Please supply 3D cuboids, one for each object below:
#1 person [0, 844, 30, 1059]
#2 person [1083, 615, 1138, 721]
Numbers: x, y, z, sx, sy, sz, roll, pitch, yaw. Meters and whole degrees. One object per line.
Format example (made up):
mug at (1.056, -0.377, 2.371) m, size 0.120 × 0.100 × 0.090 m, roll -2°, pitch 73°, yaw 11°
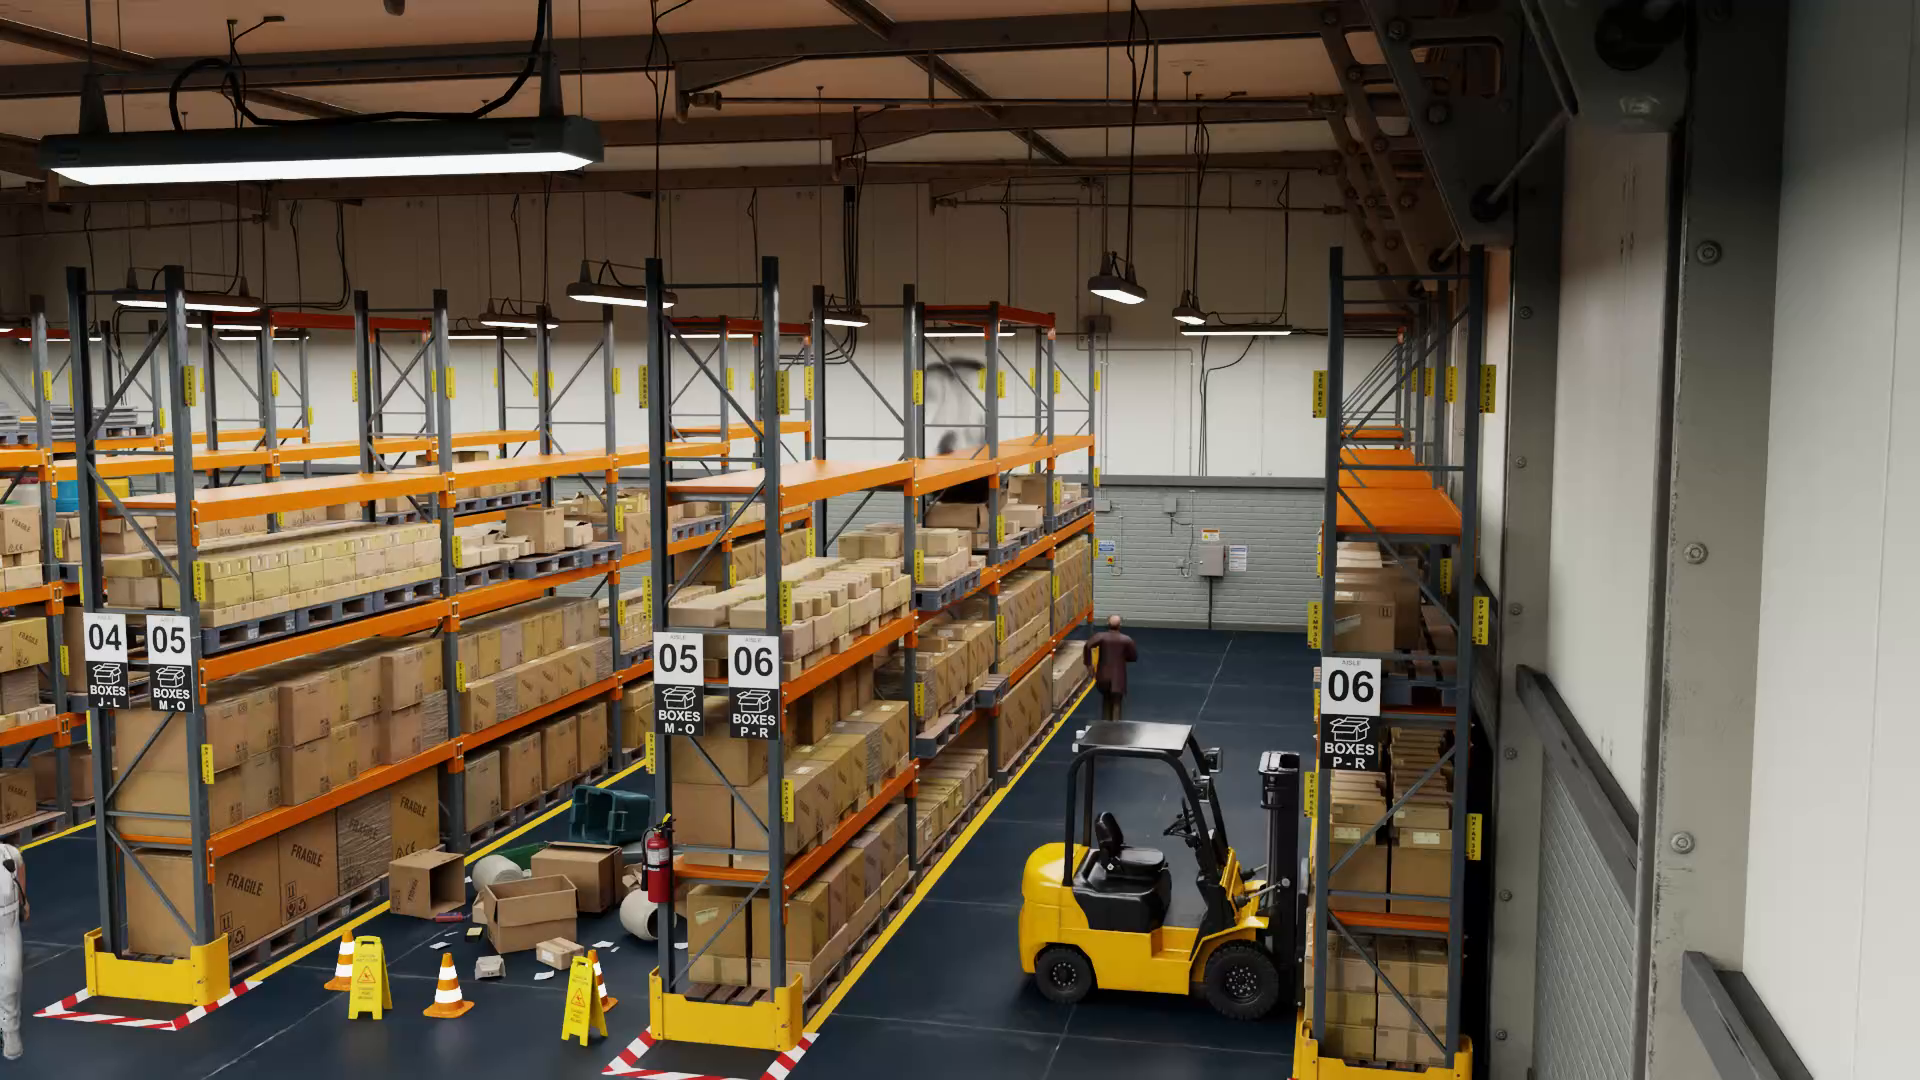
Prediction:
person at (-7.471, 2.985, 12.760) m, size 0.641 × 1.811 × 0.915 m, roll -5°, pitch 8°, yaw -40°
person at (2.098, 1.942, 23.177) m, size 0.725 × 1.798 × 0.949 m, roll 2°, pitch 6°, yaw 15°
